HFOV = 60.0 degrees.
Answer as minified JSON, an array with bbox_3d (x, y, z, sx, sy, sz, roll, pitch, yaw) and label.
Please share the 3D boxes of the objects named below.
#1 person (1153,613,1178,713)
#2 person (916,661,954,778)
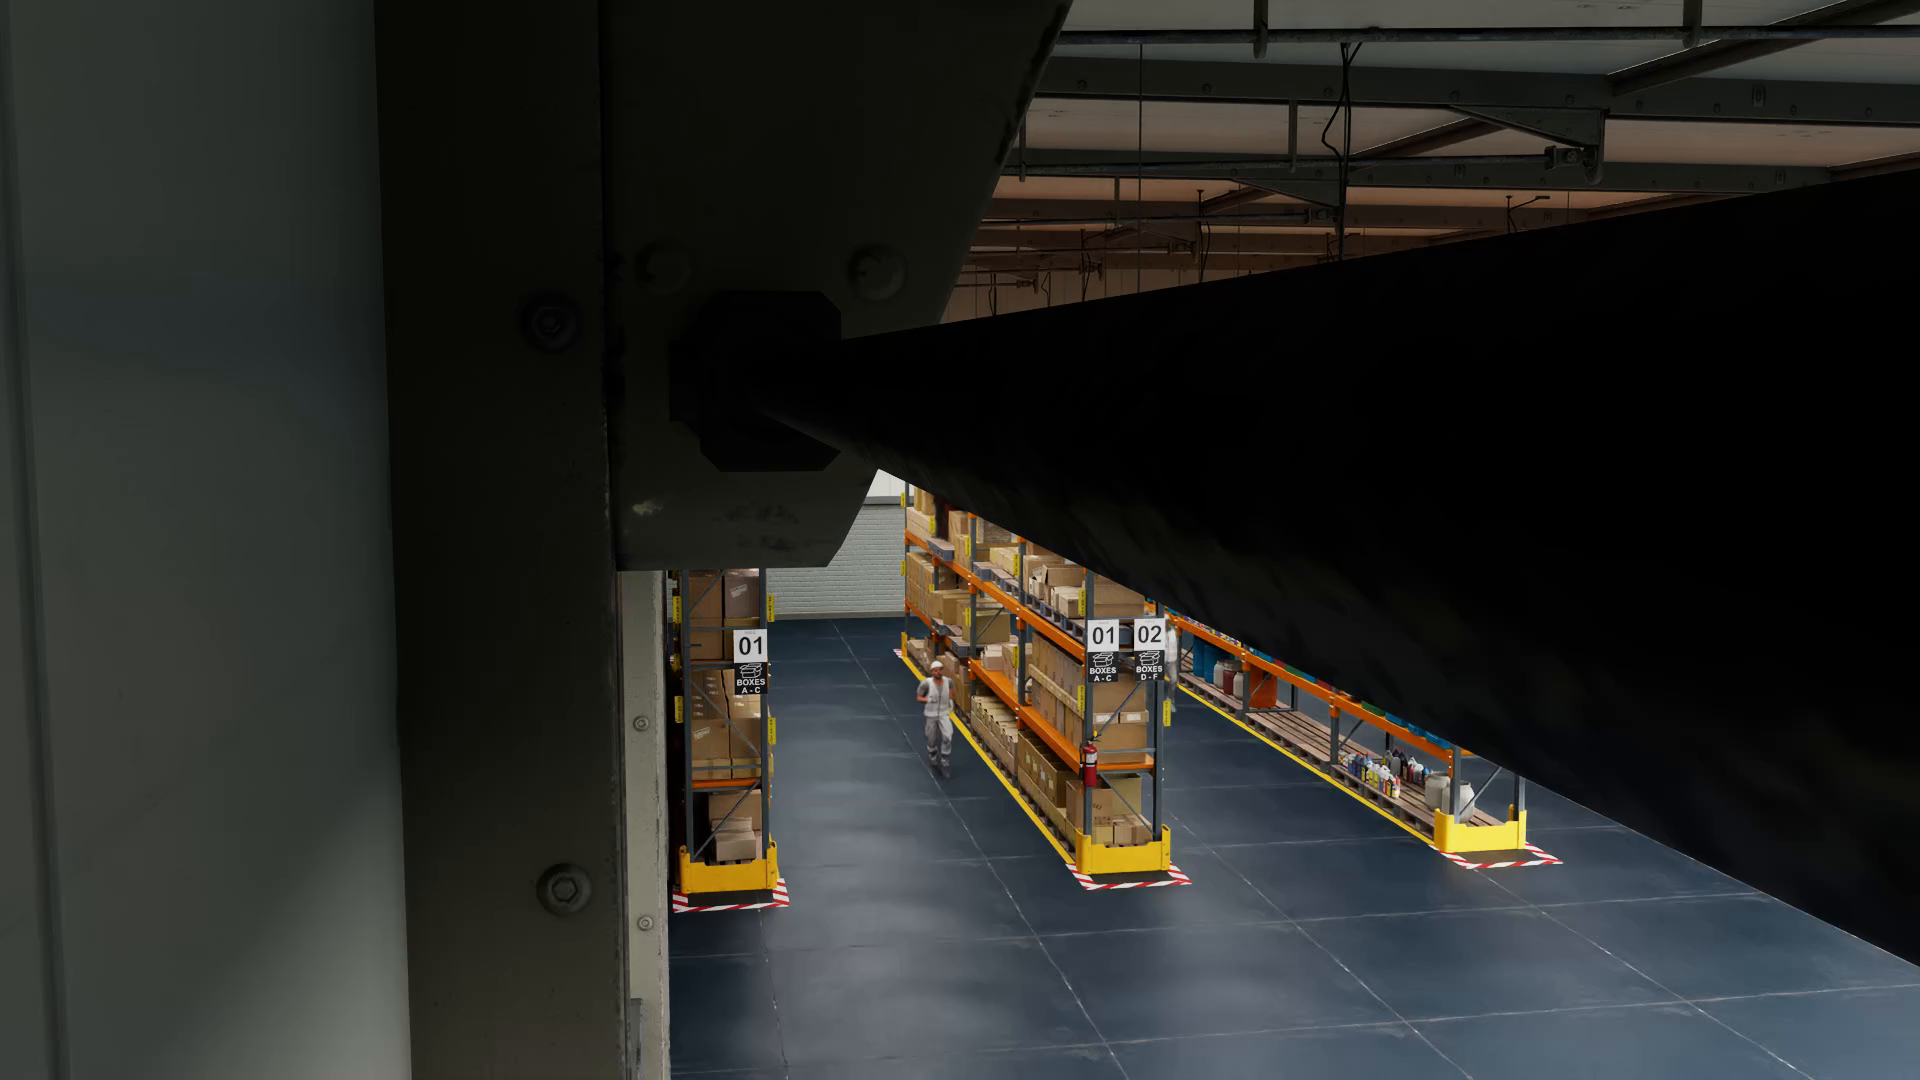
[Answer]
[{"bbox_3d":[3.789,2.255,30.751,0.641,1.820,0.740,-1,6,-12],"label":"person"},{"bbox_3d":[-0.379,2.769,25.921,0.631,1.823,0.825,-1,6,-9],"label":"person"}]
